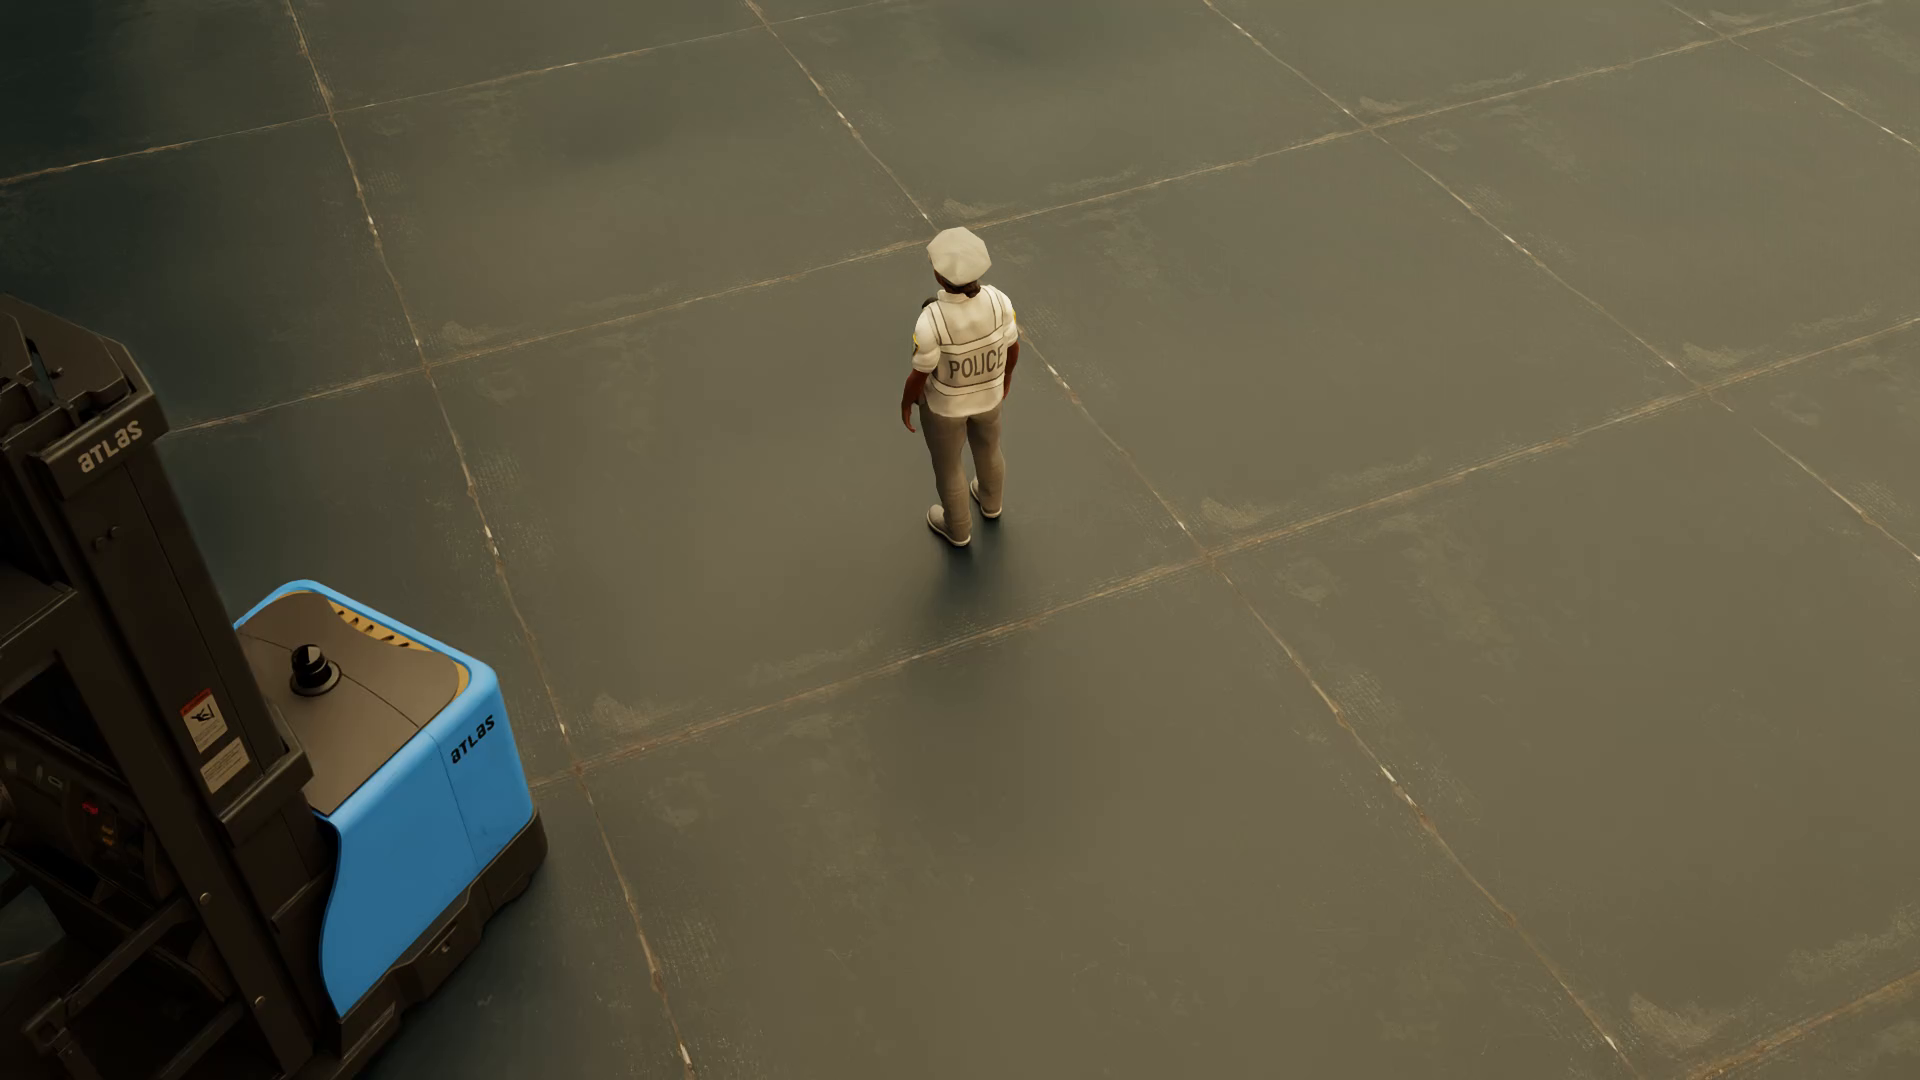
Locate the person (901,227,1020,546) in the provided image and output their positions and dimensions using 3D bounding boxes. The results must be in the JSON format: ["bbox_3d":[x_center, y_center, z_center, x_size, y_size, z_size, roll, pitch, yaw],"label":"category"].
[{"bbox_3d":[-0.013,-0.676,7.302,0.569,1.692,0.530,-18,46,-18],"label":"person"}]

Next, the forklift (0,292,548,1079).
[{"bbox_3d":[-2.769,0.870,4.748,1.130,2.935,3.031,22,47,22],"label":"forklift"}]
